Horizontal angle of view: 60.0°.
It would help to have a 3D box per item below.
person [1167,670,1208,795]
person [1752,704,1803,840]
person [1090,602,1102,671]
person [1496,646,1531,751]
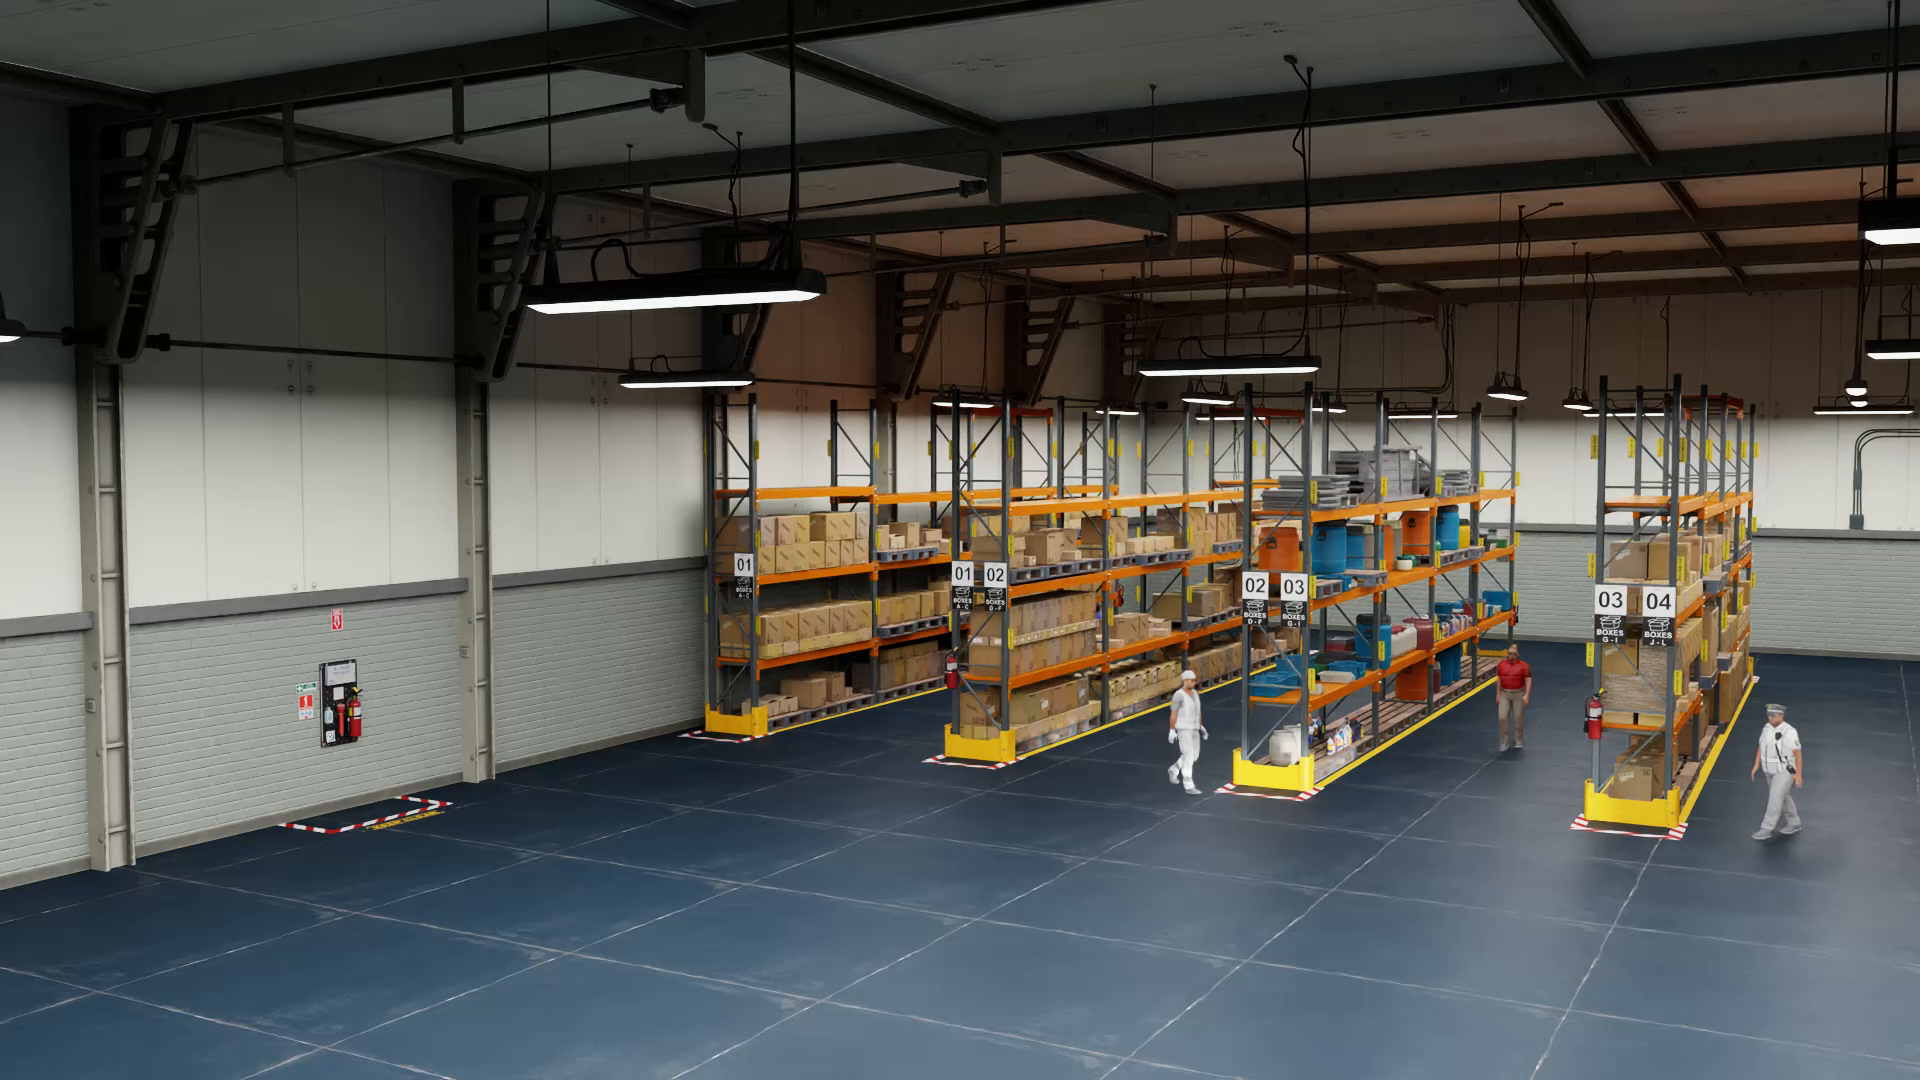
[{"bbox_3d":[3.312,2.794,24.431,0.813,1.776,0.549,3,4,43],"label":"person"},{"bbox_3d":[10.480,2.962,21.415,0.980,1.709,0.568,-1,3,-16],"label":"person"},{"bbox_3d":[2.983,2.197,36.640,0.498,1.657,0.471,2,4,32],"label":"person"},{"bbox_3d":[9.247,2.660,27.816,0.585,1.790,0.546,2,4,30],"label":"person"}]
